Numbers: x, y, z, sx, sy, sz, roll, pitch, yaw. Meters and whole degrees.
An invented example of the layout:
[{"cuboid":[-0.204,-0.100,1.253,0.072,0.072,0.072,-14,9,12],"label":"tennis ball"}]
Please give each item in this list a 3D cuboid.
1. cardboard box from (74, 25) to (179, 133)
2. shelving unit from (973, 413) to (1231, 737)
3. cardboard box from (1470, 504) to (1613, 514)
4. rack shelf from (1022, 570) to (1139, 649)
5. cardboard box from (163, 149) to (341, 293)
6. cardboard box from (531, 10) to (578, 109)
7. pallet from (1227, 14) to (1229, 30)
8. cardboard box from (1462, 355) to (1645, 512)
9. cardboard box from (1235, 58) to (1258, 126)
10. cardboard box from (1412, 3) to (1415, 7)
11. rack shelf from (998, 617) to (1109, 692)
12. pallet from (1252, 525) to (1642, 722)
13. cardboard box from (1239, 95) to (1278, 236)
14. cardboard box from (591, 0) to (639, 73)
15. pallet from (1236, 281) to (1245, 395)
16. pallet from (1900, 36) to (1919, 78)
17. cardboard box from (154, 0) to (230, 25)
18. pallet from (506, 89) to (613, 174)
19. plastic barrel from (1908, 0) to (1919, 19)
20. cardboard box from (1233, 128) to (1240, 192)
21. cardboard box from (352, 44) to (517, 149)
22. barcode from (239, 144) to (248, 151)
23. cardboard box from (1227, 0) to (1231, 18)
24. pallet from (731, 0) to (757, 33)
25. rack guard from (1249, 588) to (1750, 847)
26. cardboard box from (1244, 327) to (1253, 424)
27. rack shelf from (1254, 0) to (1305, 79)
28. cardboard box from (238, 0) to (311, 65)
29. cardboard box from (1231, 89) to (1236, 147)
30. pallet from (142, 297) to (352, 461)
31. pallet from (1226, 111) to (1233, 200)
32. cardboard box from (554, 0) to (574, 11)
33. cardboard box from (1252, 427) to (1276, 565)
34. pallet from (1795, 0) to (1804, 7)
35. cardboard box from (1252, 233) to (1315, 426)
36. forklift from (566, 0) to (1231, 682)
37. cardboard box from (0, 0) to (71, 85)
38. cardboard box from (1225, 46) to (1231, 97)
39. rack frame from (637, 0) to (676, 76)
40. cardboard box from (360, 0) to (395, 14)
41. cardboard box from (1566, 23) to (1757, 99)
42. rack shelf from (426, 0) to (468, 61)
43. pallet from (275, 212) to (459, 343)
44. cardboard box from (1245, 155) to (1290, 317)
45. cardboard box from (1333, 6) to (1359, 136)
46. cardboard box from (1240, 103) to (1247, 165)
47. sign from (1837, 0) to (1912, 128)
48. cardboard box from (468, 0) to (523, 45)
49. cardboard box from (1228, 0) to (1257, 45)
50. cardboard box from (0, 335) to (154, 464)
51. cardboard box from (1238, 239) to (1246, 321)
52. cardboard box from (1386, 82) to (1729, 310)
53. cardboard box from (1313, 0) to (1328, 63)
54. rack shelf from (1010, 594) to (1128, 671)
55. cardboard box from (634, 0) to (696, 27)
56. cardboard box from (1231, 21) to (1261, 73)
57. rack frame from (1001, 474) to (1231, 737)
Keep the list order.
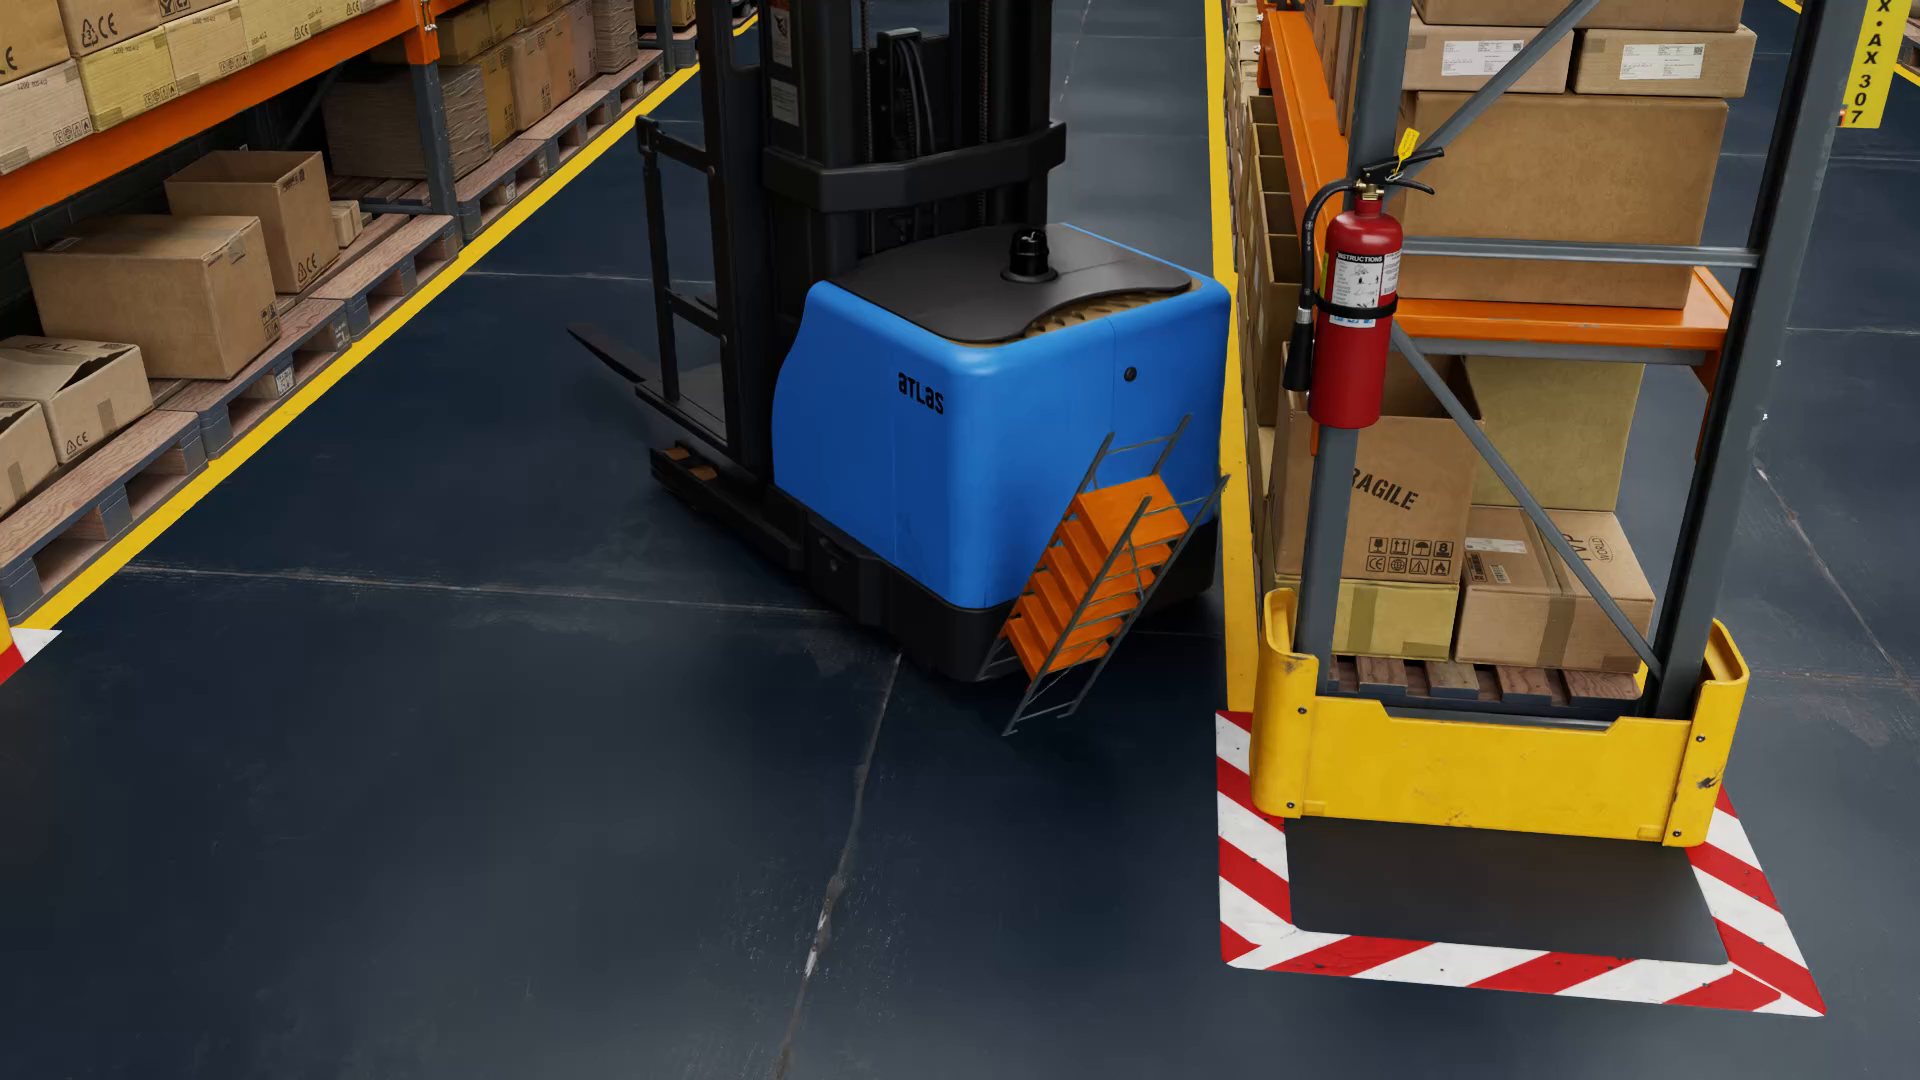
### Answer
[{"cuboid":[-3.046,-1.577,5.652,0.500,0.250,0.500,3,28,5],"label":"cardboard box"},{"cuboid":[0.333,0.129,4.321,0.258,1.200,0.189,-15,63,-26],"label":"shelving unit"},{"cuboid":[1.722,-0.102,5.233,0.500,0.250,0.500,3,28,6],"label":"cardboard box"},{"cuboid":[0.322,0.153,4.356,0.258,0.103,0.180,-15,63,-26],"label":"rack shelf"},{"cuboid":[-3.136,-1.424,7.402,0.500,0.500,0.500,1,28,2],"label":"cardboard box"},{"cuboid":[-2.806,-2.984,10.299,0.700,0.500,0.500,3,28,6],"label":"cardboard box"},{"cuboid":[2.639,-4.112,13.161,1.003,0.211,1.213,3,28,6],"label":"pallet"},{"cuboid":[1.724,-0.432,5.055,0.500,0.500,0.500,3,28,6],"label":"cardboard box"},{"cuboid":[1.754,-2.444,8.989,0.500,0.311,0.500,3,28,6],"label":"cardboard box"},{"cuboid":[1.267,-1.296,4.204,0.380,0.149,0.250,4,29,7],"label":"cardboard box"},{"cuboid":[0.261,0.283,4.549,0.258,0.103,0.180,-15,63,-26],"label":"rack shelf"},{"cuboid":[1.430,0.213,5.133,1.003,0.211,1.213,3,28,6],"label":"pallet"},{"cuboid":[1.501,-1.640,7.297,0.500,0.500,0.500,3,28,6],"label":"cardboard box"},{"cuboid":[-2.595,-3.456,11.173,0.700,0.500,0.500,4,29,7],"label":"cardboard box"},{"cuboid":[1.729,-0.936,7.265,1.003,0.211,1.213,3,28,6],"label":"pallet"},{"cuboid":[7.329,-3.275,11.606,1.003,0.211,1.213,3,28,6],"label":"pallet"},{"cuboid":[-2.990,-2.137,5.901,0.500,0.500,0.500,4,29,8],"label":"cardboard box"},{"cuboid":[-2.808,-2.536,10.235,1.003,0.211,1.213,3,28,6],"label":"pallet"},{"cuboid":[7.436,-4.252,12.660,0.421,0.512,0.421,0,28,0],"label":"plastic barrel"},{"cuboid":[1.695,-1.960,8.681,0.500,0.250,0.500,3,28,5],"label":"cardboard box"},{"cuboid":[-2.961,-2.508,9.415,0.700,0.500,0.500,3,28,5],"label":"cardboard box"},{"cuboid":[-3.353,-1.815,7.791,0.001,0.075,0.075,3,28,6],"label":"barcode"},{"cuboid":[2.304,-4.209,12.572,0.500,0.500,0.500,2,28,4],"label":"cardboard box"},{"cuboid":[-2.235,-4.416,13.725,1.003,0.211,1.213,3,28,6],"label":"pallet"},{"cuboid":[1.375,0.459,4.370,1.175,0.500,0.348,3,28,6],"label":"rack guard"},{"cuboid":[1.323,-0.603,6.163,0.500,0.250,0.500,3,28,6],"label":"cardboard box"},{"cuboid":[2.113,-3.160,9.212,1.077,0.370,4.000,3,28,6],"label":"rack shelf"},{"cuboid":[-2.921,-2.052,6.533,0.500,0.250,0.500,3,28,6],"label":"cardboard box"},{"cuboid":[1.821,-2.440,9.573,0.500,0.250,0.500,4,29,7],"label":"cardboard box"},{"cuboid":[-3.243,-0.700,6.826,1.003,0.211,1.213,3,28,6],"label":"pallet"},{"cuboid":[2.067,-2.233,9.672,1.003,0.211,1.213,3,28,6],"label":"pallet"},{"cuboid":[-2.727,-3.521,10.504,0.500,0.250,0.500,4,29,7],"label":"cardboard box"},{"cuboid":[1.200,-0.133,5.290,0.500,0.250,0.500,3,28,6],"label":"cardboard box"},{"cuboid":[7.628,-4.423,13.738,1.003,0.211,1.213,3,28,6],"label":"pallet"},{"cuboid":[1.257,-0.698,5.549,0.500,0.500,0.500,3,28,6],"label":"cardboard box"},{"cuboid":[-0.471,-1.516,5.473,1.130,2.935,3.031,-20,34,-32],"label":"forklift"},{"cuboid":[-3.111,-1.651,4.998,0.500,0.500,0.500,3,29,6],"label":"cardboard box"},{"cuboid":[1.942,-2.927,10.476,0.500,0.250,0.500,3,28,5],"label":"cardboard box"},{"cuboid":[-2.558,-4.704,11.320,1.000,3.000,0.127,3,28,6],"label":"rack frame"},{"cuboid":[-2.806,-2.524,7.409,0.500,0.250,0.500,3,29,6],"label":"cardboard box"},{"cuboid":[1.640,-1.154,3.941,0.380,0.149,0.250,3,28,6],"label":"cardboard box"},{"cuboid":[-2.803,-3.446,9.743,1.077,0.370,4.000,3,28,6],"label":"rack shelf"},{"cuboid":[-3.096,-1.276,7.895,1.003,0.211,1.213,3,28,6],"label":"pallet"},{"cuboid":[1.378,-1.169,6.423,0.500,0.500,0.500,3,28,6],"label":"cardboard box"},{"cuboid":[1.635,-1.644,5.534,0.700,0.500,0.500,4,29,8],"label":"cardboard box"},{"cuboid":[1.633,-1.964,8.098,0.500,0.311,0.500,3,28,6],"label":"cardboard box"},{"cuboid":[1.928,-1.033,3.509,0.100,0.325,0.005,3,28,6],"label":"sign"},{"cuboid":[-2.864,-3.045,9.620,0.500,0.250,0.500,3,28,5],"label":"cardboard box"},{"cuboid":[2.003,-3.410,10.782,0.500,0.311,0.500,4,29,8],"label":"cardboard box"},{"cuboid":[-3.295,-0.537,5.956,0.500,0.311,0.500,6,29,10],"label":"cardboard box"},{"cuboid":[1.444,-1.074,7.037,0.500,0.250,0.500,3,28,6],"label":"cardboard box"},{"cuboid":[1.448,-0.916,4.181,0.700,0.500,0.500,3,28,6],"label":"cardboard box"},{"cuboid":[1.762,-2.122,6.420,0.700,0.500,0.500,3,28,6],"label":"cardboard box"},{"cuboid":[0.292,0.218,4.452,0.258,0.103,0.180,-15,63,-26],"label":"rack shelf"},{"cuboid":[-2.338,-4.281,12.358,0.750,0.750,0.750,3,28,6],"label":"cardboard box"},{"cuboid":[1.882,-2.922,9.877,0.500,0.311,0.500,3,28,5],"label":"cardboard box"},{"cuboid":[0.371,0.203,4.283,0.240,1.200,0.006,-15,63,-26],"label":"rack frame"}]
